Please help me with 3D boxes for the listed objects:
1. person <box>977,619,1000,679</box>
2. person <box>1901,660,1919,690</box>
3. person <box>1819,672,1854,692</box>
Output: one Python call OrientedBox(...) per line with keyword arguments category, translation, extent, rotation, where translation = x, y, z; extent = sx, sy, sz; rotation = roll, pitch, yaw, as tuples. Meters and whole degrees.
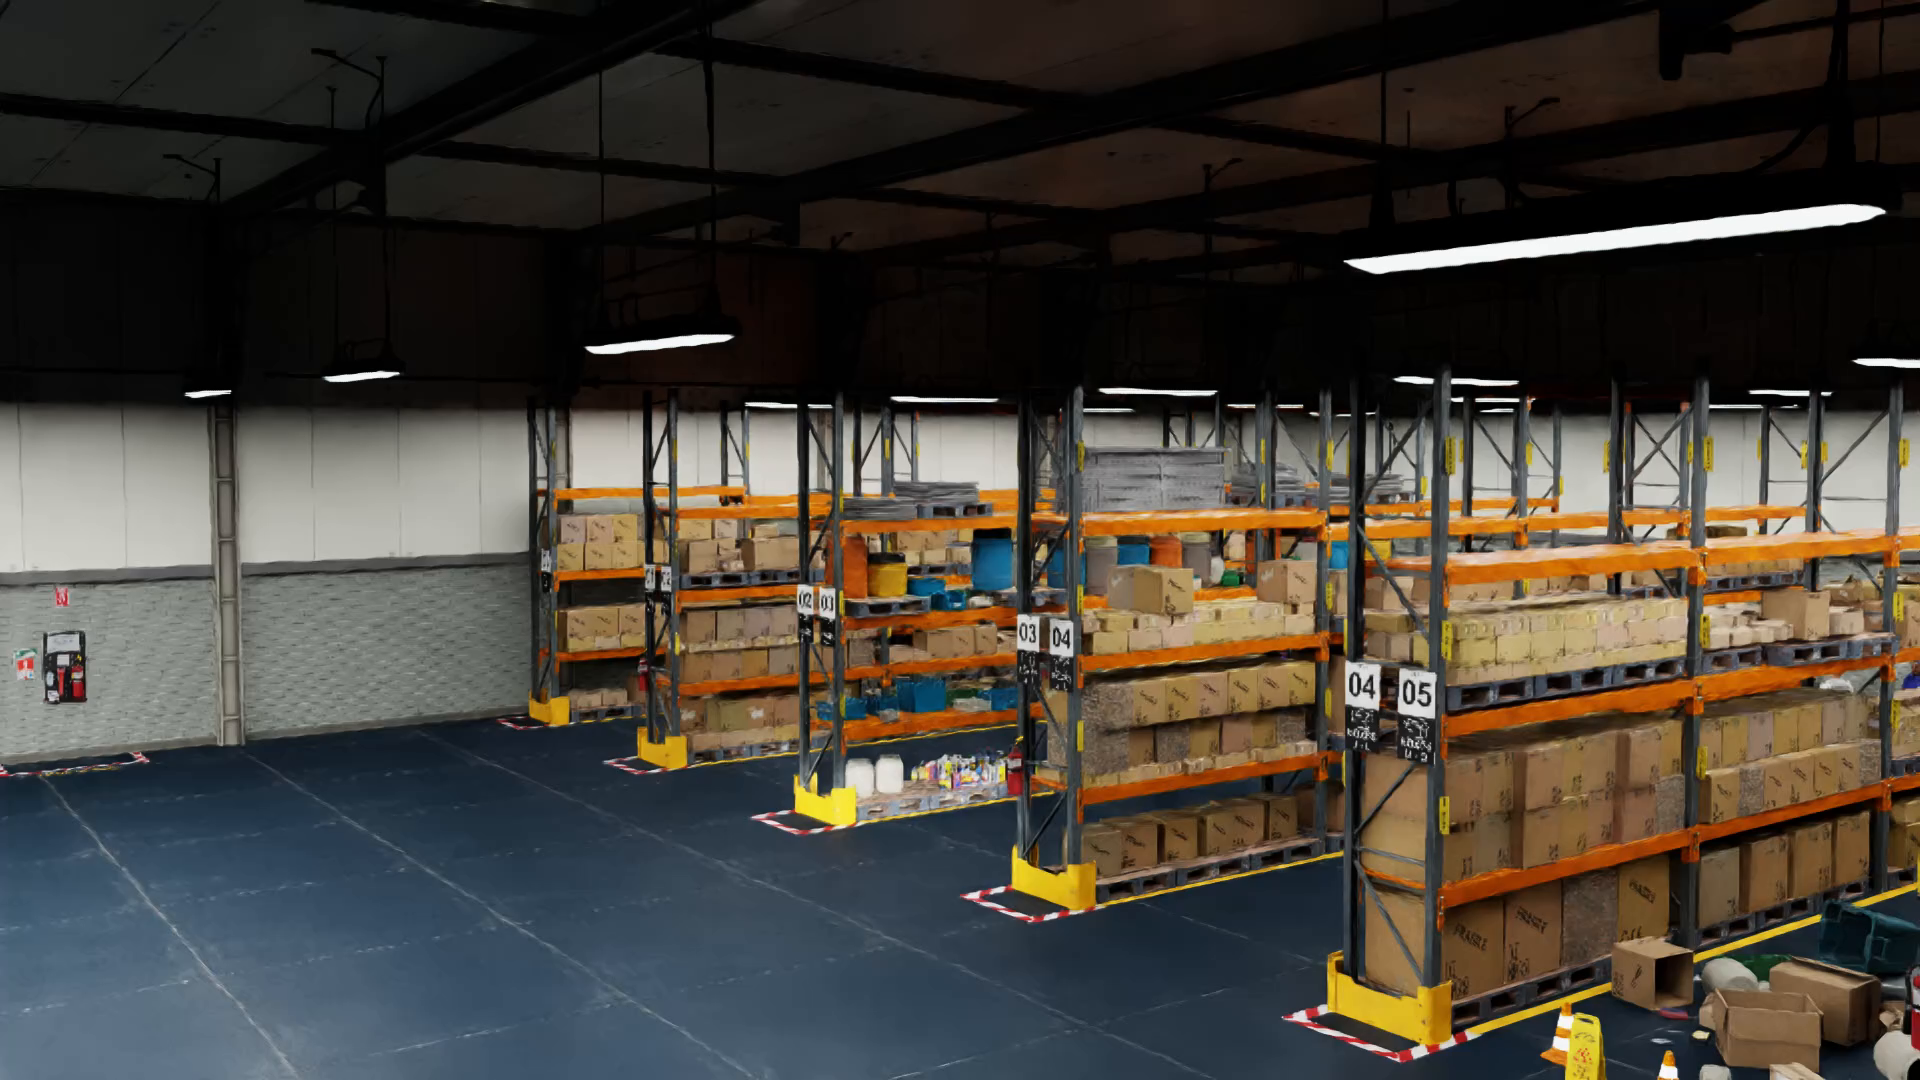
OrientedBox(category="person", translation=(0.541, 2.267, 34.839), extent=(1.026, 1.664, 0.538), rotation=(-3, 5, -44))
OrientedBox(category="person", translation=(15.784, 2.754, 27.359), extent=(0.513, 1.604, 0.592), rotation=(-3, 4, -38))
OrientedBox(category="person", translation=(13.480, 2.762, 25.647), extent=(0.654, 1.744, 0.578), rotation=(-1, 3, -9))
